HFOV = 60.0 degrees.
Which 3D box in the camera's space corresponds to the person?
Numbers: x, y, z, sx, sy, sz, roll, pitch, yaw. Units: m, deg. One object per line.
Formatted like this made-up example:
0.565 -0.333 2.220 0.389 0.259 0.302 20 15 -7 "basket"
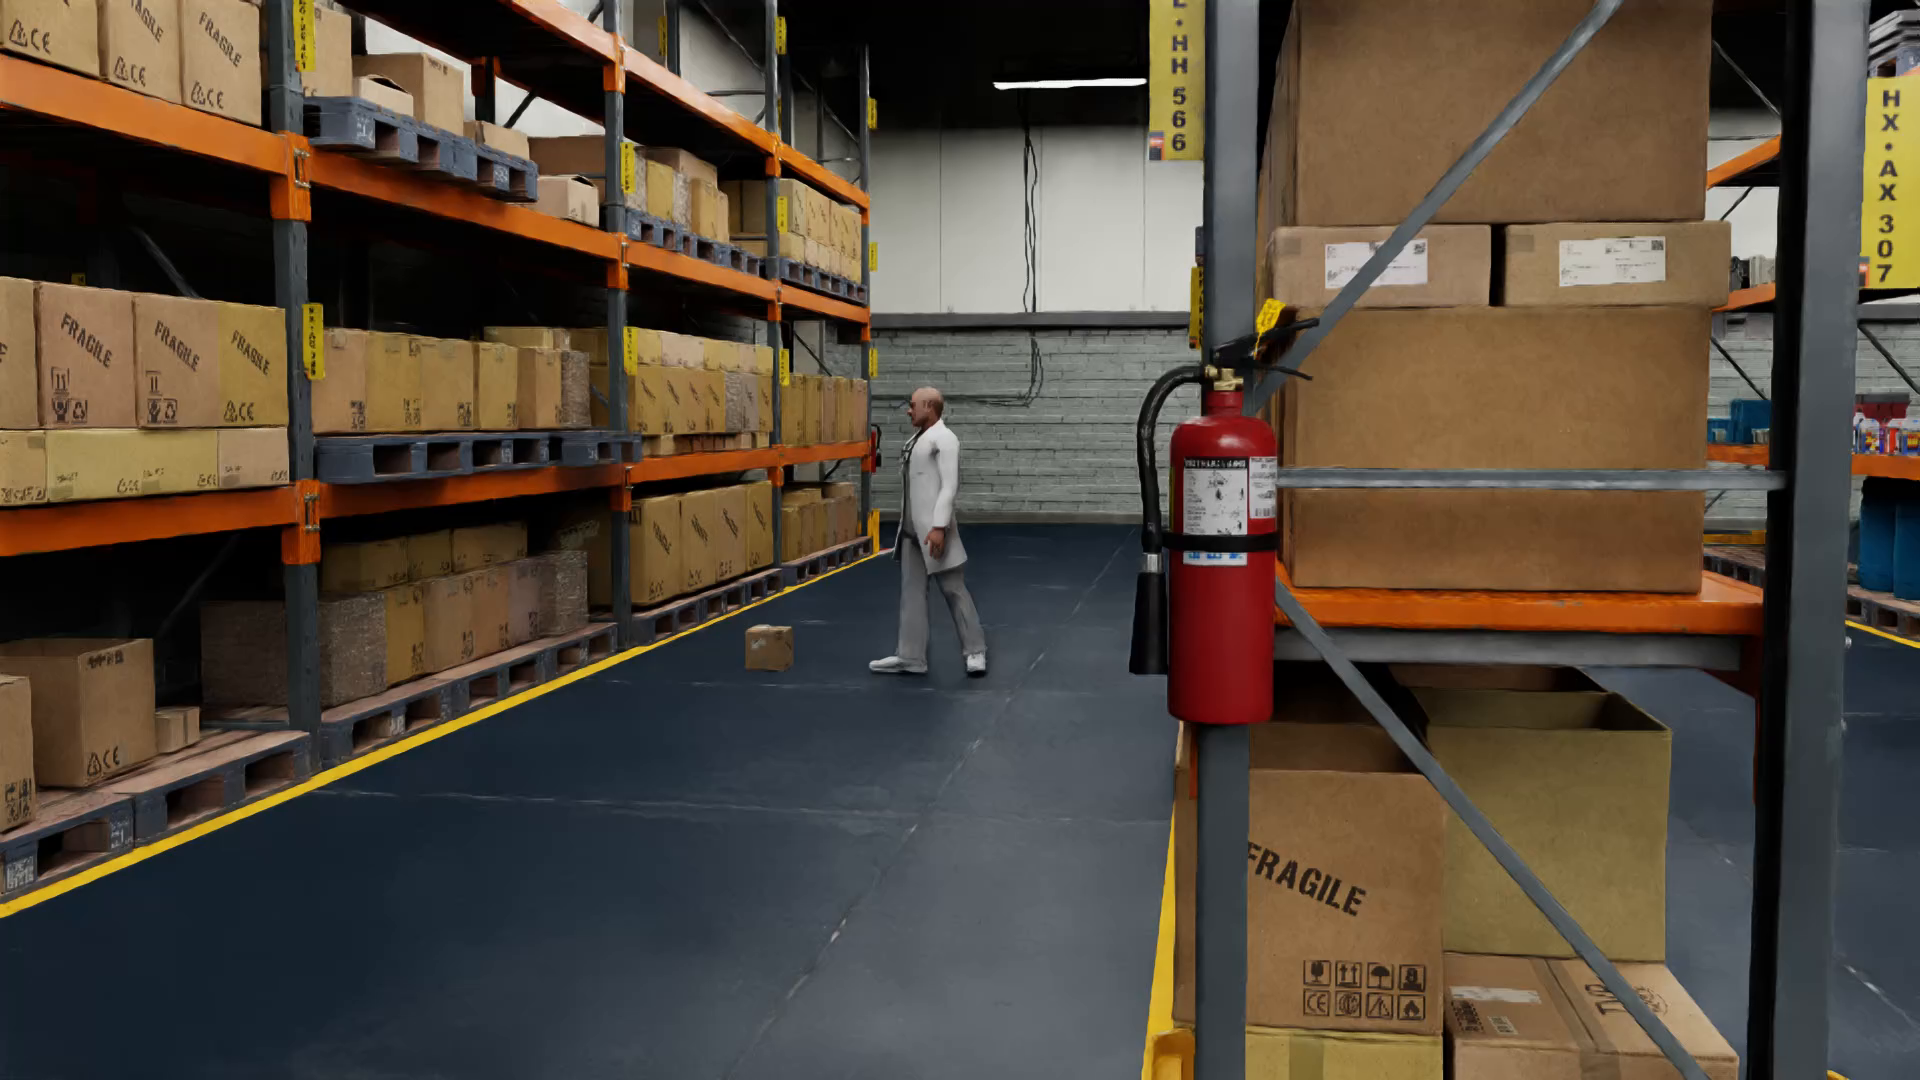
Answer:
-0.175 -0.059 10.331 0.685 1.776 0.701 -2 5 -28 "person"
